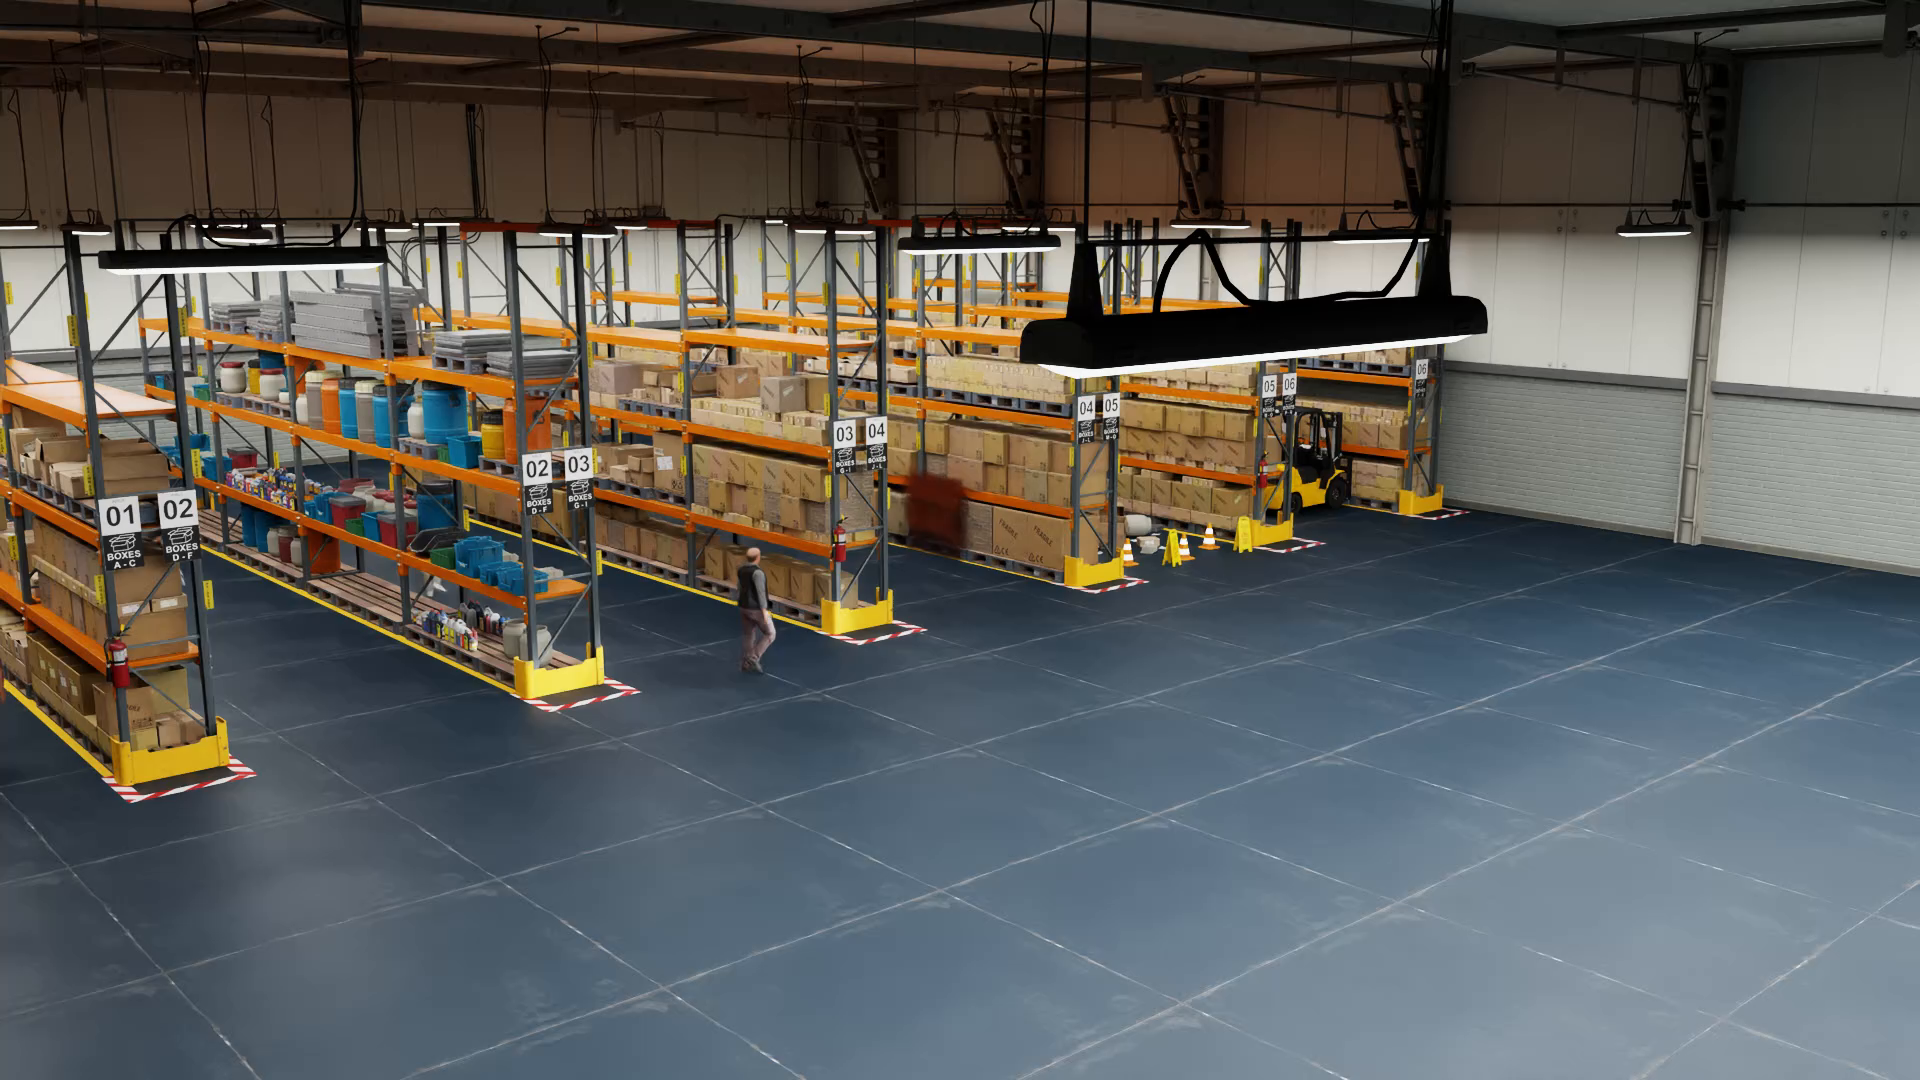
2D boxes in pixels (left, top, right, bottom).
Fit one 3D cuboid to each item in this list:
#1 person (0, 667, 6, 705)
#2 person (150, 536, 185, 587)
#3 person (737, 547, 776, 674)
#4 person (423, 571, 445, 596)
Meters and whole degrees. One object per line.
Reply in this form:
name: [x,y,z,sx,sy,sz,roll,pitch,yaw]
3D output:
person: [-11.112,1.732,18.814,0.988,1.712,0.584,8,14,36]
person: [-11.942,0.567,24.836,1.050,1.611,0.581,9,15,39]
person: [-2.807,0.955,22.728,0.430,1.729,0.569,-10,15,-40]
person: [-8.710,0.079,27.193,0.463,1.651,0.500,-2,12,-11]
